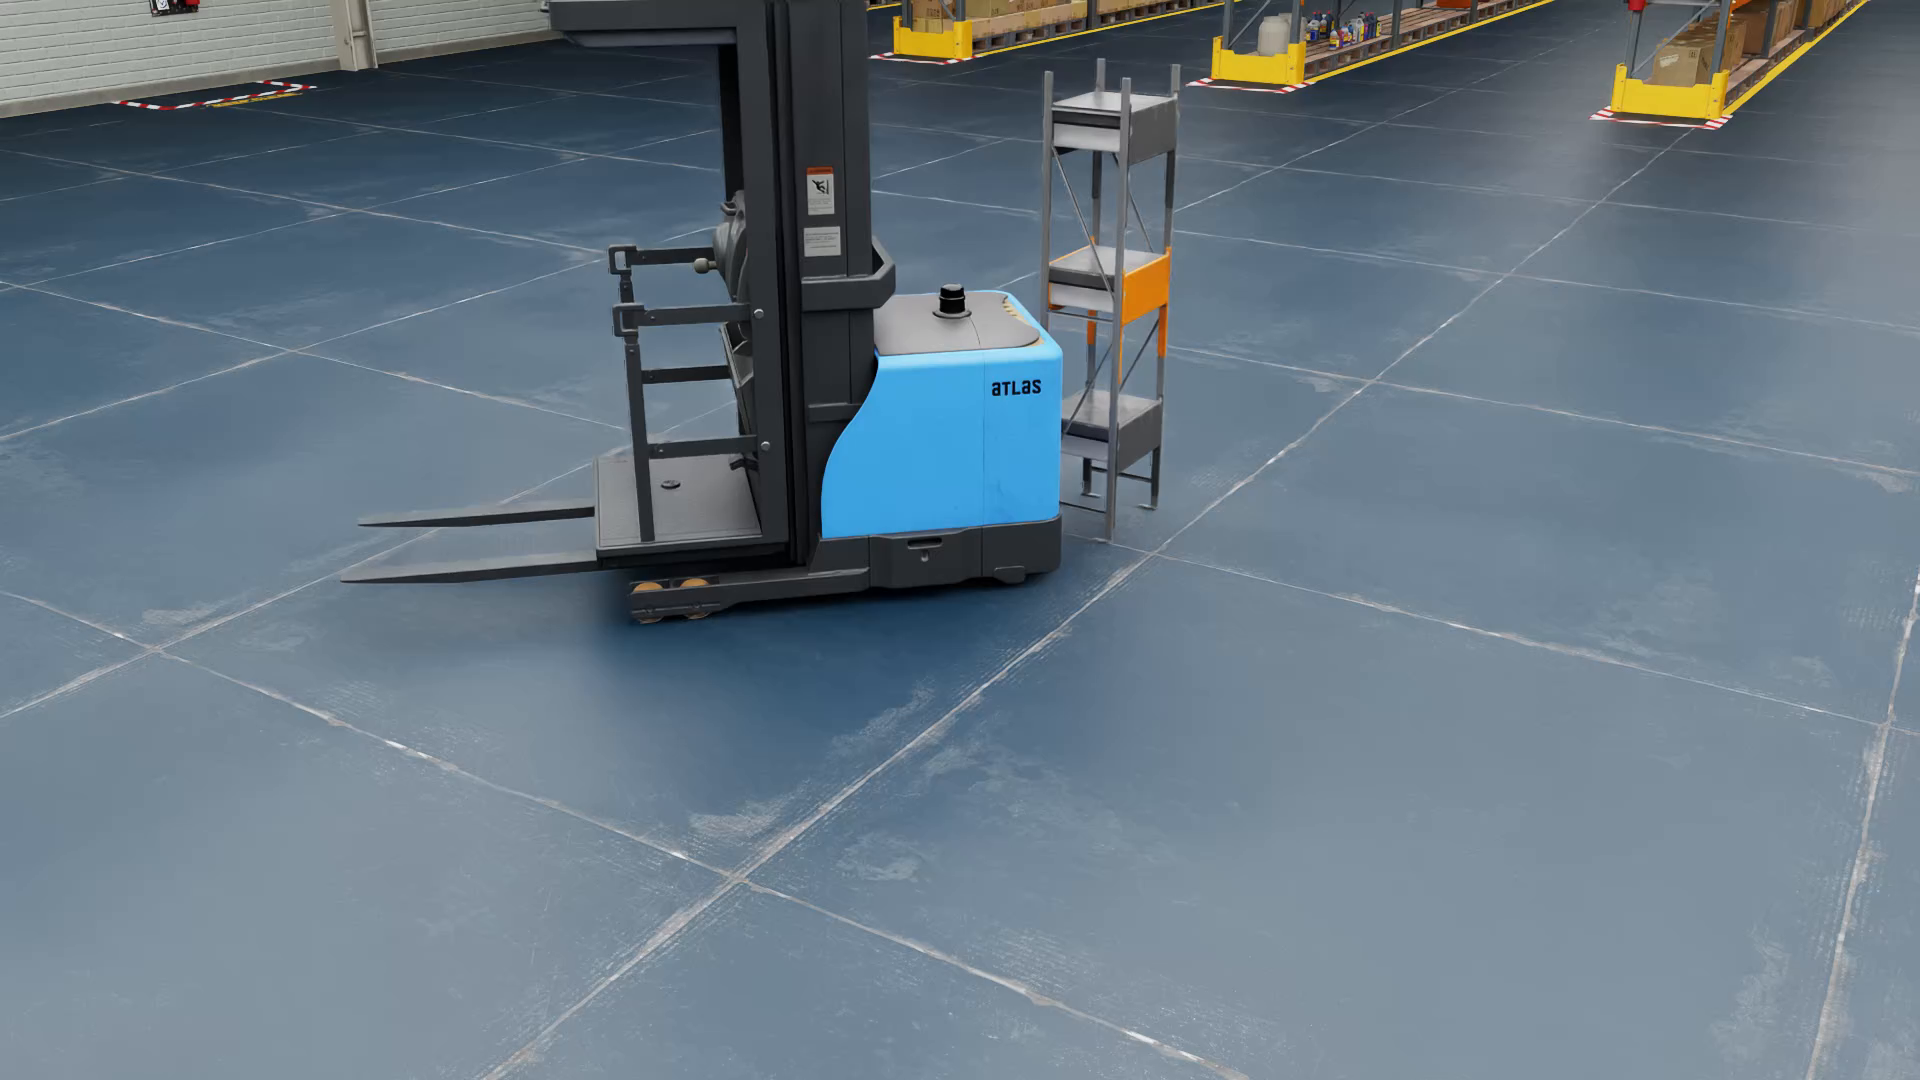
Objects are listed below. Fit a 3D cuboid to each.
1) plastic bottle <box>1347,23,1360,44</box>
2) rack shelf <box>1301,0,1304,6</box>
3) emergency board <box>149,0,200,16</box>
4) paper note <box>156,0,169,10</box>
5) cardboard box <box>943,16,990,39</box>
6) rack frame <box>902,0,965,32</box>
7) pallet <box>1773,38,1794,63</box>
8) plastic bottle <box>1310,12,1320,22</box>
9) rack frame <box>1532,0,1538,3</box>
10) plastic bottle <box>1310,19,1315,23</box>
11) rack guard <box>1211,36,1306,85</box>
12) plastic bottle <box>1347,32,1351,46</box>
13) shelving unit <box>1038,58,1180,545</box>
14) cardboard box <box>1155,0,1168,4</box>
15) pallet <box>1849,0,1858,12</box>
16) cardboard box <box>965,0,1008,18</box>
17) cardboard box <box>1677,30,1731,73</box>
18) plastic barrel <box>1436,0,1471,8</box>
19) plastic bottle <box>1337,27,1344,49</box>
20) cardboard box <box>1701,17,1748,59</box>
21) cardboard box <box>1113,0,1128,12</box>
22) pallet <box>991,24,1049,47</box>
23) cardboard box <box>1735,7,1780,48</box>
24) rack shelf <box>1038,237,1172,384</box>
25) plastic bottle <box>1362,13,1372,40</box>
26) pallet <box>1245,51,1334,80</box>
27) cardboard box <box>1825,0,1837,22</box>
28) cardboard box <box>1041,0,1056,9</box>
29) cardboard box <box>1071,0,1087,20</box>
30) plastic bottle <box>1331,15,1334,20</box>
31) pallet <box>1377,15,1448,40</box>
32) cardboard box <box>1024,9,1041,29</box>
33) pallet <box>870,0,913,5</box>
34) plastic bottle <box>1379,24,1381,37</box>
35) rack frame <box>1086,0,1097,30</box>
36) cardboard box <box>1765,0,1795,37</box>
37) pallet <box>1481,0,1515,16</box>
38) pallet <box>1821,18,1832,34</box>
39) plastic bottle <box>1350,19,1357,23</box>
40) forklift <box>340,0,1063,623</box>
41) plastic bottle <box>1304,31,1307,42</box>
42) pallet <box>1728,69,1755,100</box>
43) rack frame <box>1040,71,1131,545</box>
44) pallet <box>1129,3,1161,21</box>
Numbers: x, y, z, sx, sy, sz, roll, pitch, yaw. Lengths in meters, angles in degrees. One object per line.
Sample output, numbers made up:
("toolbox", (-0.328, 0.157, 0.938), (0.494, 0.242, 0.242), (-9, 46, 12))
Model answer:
("plastic bottle", (5.483, -7.072, 23.185), (0.152, 0.276, 0.135), (14, 27, 30))
("rack shelf", (4.883, -7.620, 22.483), (1.077, 0.370, 4.000), (14, 27, 29))
("emergency board", (-9.455, -6.918, 19.955), (0.194, 1.169, 0.643), (14, 27, 29))
("paper note", (-9.607, -6.469, 20.025), (0.016, 0.148, 0.142), (14, 27, 29))
("cardboard box", (0.094, -7.380, 23.954), (0.500, 0.250, 0.500), (14, 27, 29))
("rack frame", (-0.378, -8.315, 23.181), (1.000, 3.000, 0.127), (14, 27, 29))
("pallet", (11.198, -6.984, 23.618), (1.003, 0.211, 1.213), (14, 27, 29))
("plastic bottle", (5.060, -7.363, 23.762), (0.144, 0.351, 0.185), (13, 26, 27))
("rack frame", (10.158, -11.326, 30.136), (1.000, 3.000, 0.127), (14, 27, 29))
("plastic bottle", (5.015, -7.269, 23.645), (0.097, 0.271, 0.097), (0, 23, 0))
("rack guard", (3.829, -6.164, 21.359), (1.175, 0.500, 0.348), (14, 27, 29))
("plastic bottle", (5.335, -6.923, 22.934), (0.097, 0.201, 0.097), (0, 23, 0))
("shelving unit", (0.661, -1.068, 7.574), (0.431, 2.100, 0.503), (14, 27, 29))
("cardboard box", (3.235, -9.373, 28.559), (0.500, 0.250, 0.500), (15, 27, 30))
("pallet", (15.476, -9.662, 29.803), (1.003, 0.211, 1.213), (14, 27, 29))
("cardboard box", (0.356, -7.893, 24.196), (0.500, 0.500, 0.500), (14, 27, 29))
("cardboard box", (9.012, -5.907, 20.236), (0.500, 0.500, 0.500), (17, 29, 34))
("plastic barrel", (8.292, -9.341, 27.755), (0.600, 0.830, 0.708), (14, 27, 29))
("plastic bottle", (5.184, -6.850, 22.663), (0.061, 0.283, 0.133), (14, 27, 30))
("cardboard box", (9.901, -6.507, 21.622), (0.500, 0.500, 0.500), (13, 27, 27))
("cardboard box", (2.426, -8.852, 27.355), (0.500, 0.250, 0.500), (15, 27, 30))
("pallet", (0.634, -7.712, 25.299), (1.003, 0.211, 1.213), (14, 27, 29))
("cardboard box", (10.756, -7.002, 22.742), (0.700, 0.500, 0.500), (14, 27, 29))
("rack shelf", (0.661, -1.056, 7.580), (0.431, 0.518, 0.480), (14, 27, 29))
("plastic bottle", (5.742, -7.269, 23.547), (0.144, 0.351, 0.185), (12, 26, 26))
("pallet", (4.262, -6.304, 22.047), (1.003, 0.211, 1.213), (14, 27, 29))
("cardboard box", (13.115, -8.683, 26.178), (1.225, 0.875, 0.875), (14, 27, 29))
("cardboard box", (1.139, -8.402, 25.370), (0.500, 0.500, 0.500), (14, 27, 29))
("cardboard box", (1.673, -8.393, 26.295), (0.500, 0.250, 0.500), (14, 27, 29))
("plastic bottle", (5.341, -7.428, 23.999), (0.061, 0.283, 0.133), (14, 27, 29))
("pallet", (6.962, -8.032, 26.039), (1.003, 0.211, 1.213), (14, 27, 29))
("cardboard box", (0.887, -7.886, 25.123), (0.500, 0.250, 0.500), (14, 27, 29))
("pallet", (-1.426, -10.099, 30.812), (1.003, 0.211, 1.213), (14, 27, 29))
("plastic bottle", (6.012, -7.356, 23.934), (0.097, 0.201, 0.097), (0, 23, 0))
("rack frame", (1.732, -9.665, 26.300), (1.000, 3.000, 0.127), (14, 27, 29))
("cardboard box", (11.638, -7.572, 24.059), (0.700, 0.500, 0.500), (11, 26, 25))
("pallet", (9.073, -9.381, 29.154), (1.003, 0.211, 1.213), (14, 27, 29))
("pallet", (13.380, -8.318, 26.700), (1.003, 0.211, 1.213), (14, 27, 29))
("plastic bottle", (5.603, -7.258, 23.614), (0.152, 0.276, 0.135), (14, 27, 29))
("forklift", (-1.126, -1.227, 6.895), (3.031, 2.935, 1.130), (-5, 24, -11))
("plastic bottle", (4.770, -7.011, 23.139), (0.097, 0.201, 0.097), (0, 23, 0))
("pallet", (9.179, -5.660, 20.560), (1.003, 0.211, 1.213), (14, 27, 29))
("rack frame", (0.533, -0.986, 7.384), (0.400, 2.100, 0.015), (14, 27, 29))
("pallet", (2.730, -9.055, 28.402), (1.003, 0.211, 1.213), (14, 27, 29))
